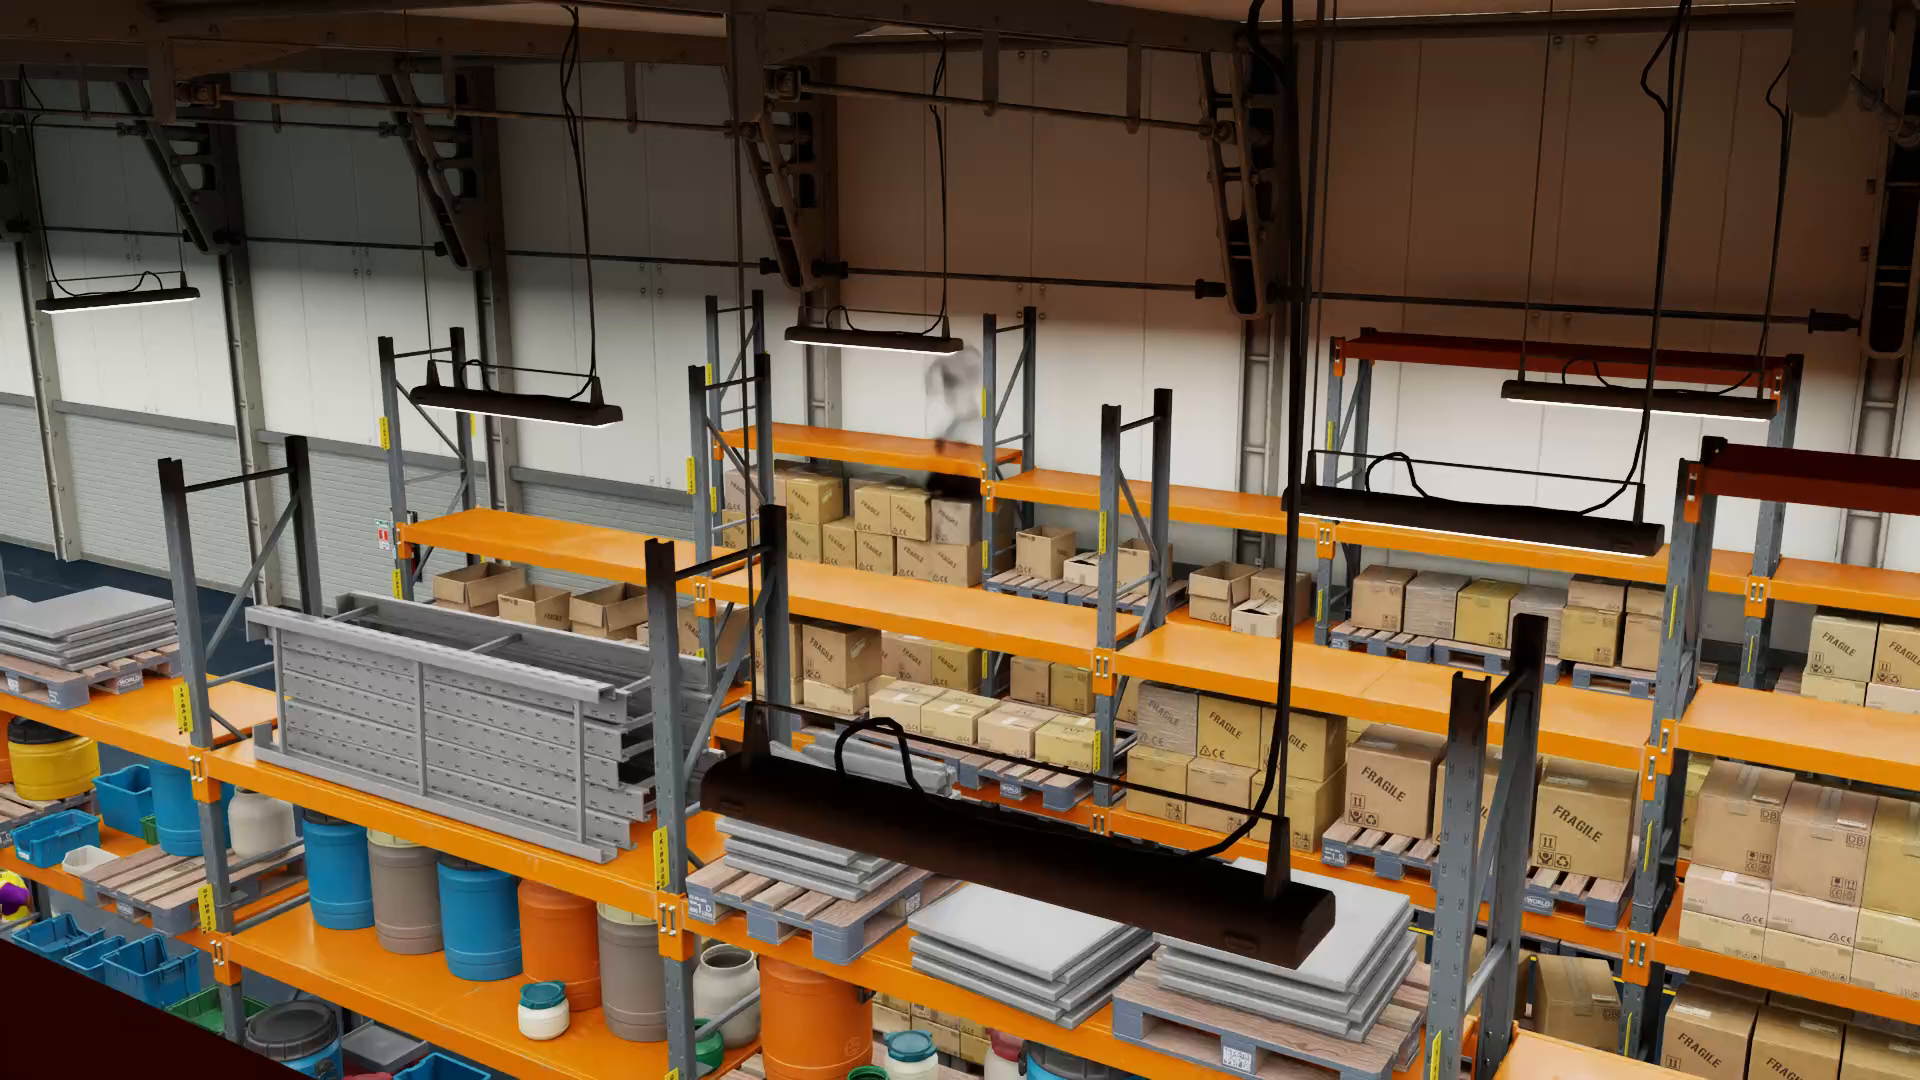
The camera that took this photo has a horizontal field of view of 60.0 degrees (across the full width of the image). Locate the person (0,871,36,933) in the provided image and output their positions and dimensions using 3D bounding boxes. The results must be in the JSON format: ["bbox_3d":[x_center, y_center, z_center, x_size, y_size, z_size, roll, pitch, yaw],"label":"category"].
[{"bbox_3d":[-8.396,3.622,15.191,1.057,1.711,0.713,-9,17,-34],"label":"person"}]
